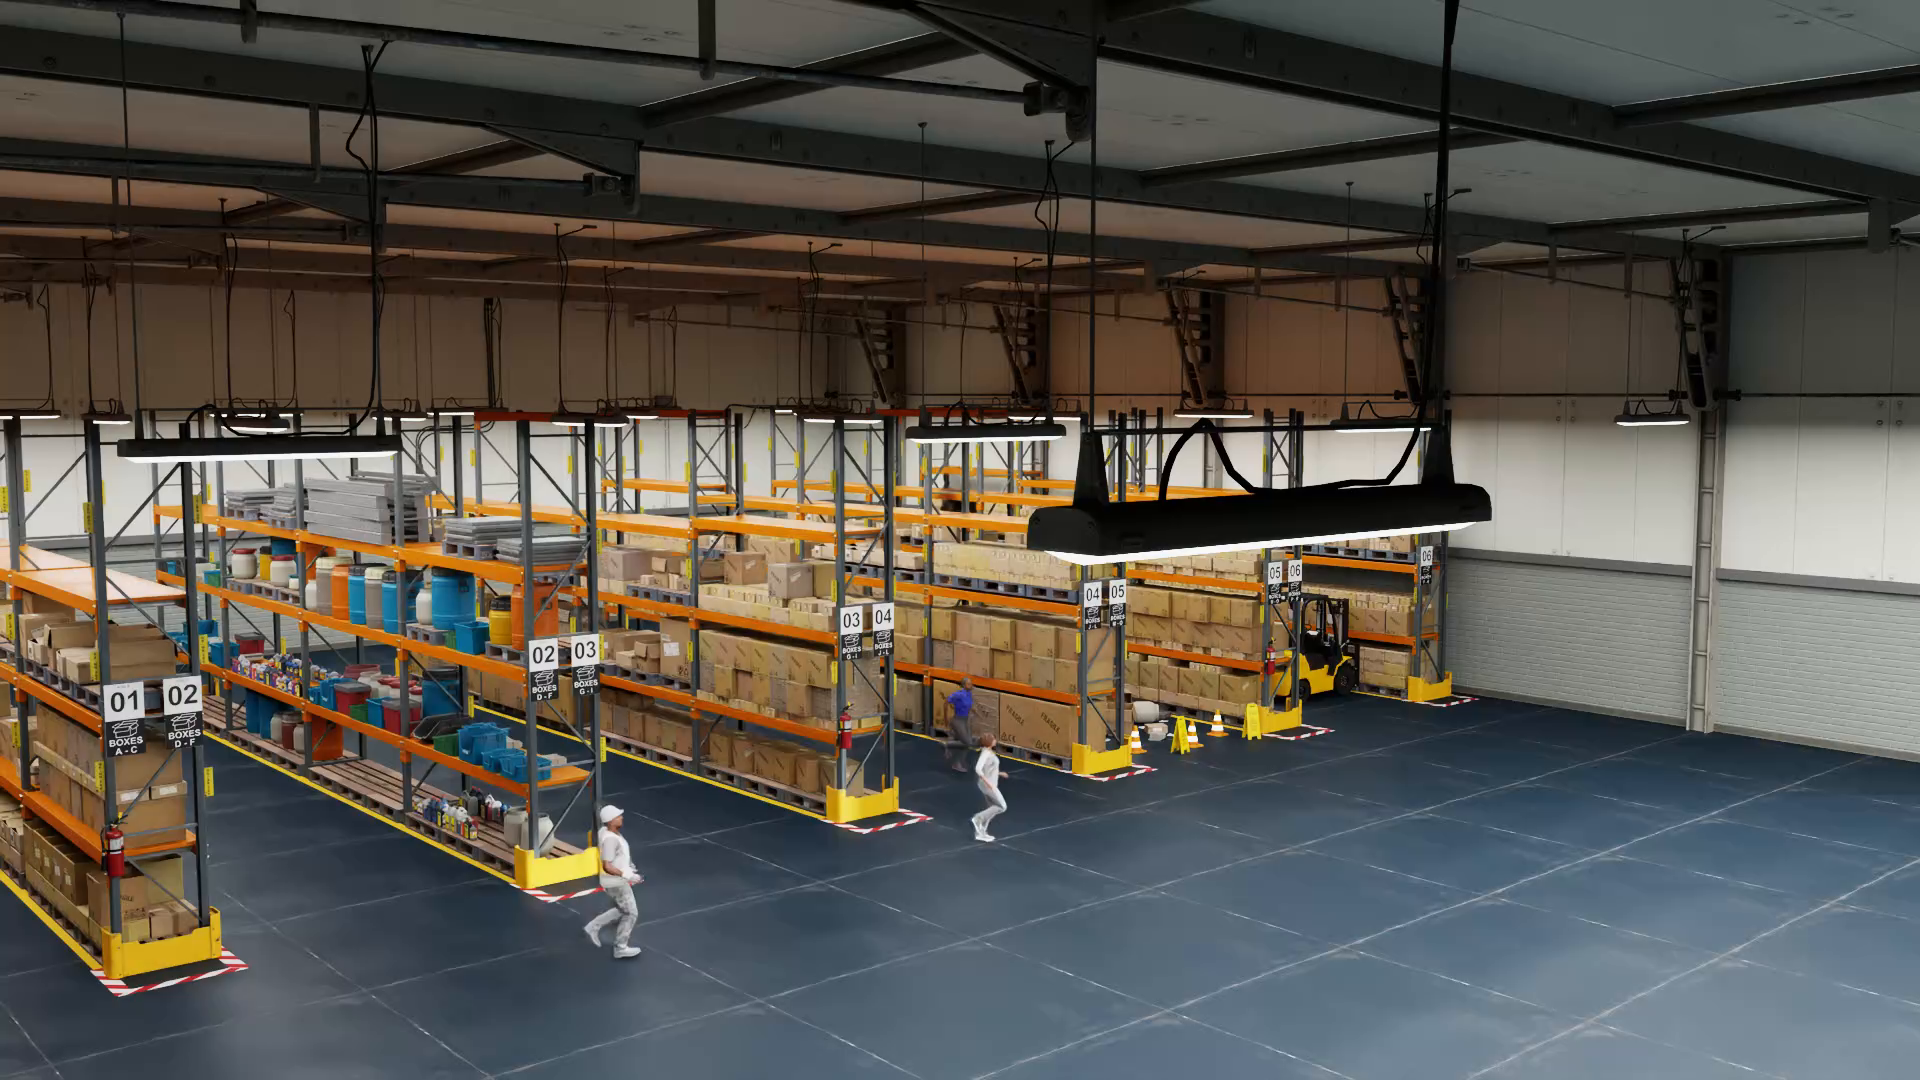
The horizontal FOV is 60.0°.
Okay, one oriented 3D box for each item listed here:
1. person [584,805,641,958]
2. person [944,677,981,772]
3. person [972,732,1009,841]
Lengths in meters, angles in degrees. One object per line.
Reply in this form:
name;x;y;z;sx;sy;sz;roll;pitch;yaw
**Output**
person;-3.891;3.828;18.642;0.592;1.733;0.682;-1;5;-15
person;0.051;3.099;27.926;0.615;1.606;0.615;3;6;35
person;0.430;3.499;23.553;0.532;1.548;0.534;0;5;-1
